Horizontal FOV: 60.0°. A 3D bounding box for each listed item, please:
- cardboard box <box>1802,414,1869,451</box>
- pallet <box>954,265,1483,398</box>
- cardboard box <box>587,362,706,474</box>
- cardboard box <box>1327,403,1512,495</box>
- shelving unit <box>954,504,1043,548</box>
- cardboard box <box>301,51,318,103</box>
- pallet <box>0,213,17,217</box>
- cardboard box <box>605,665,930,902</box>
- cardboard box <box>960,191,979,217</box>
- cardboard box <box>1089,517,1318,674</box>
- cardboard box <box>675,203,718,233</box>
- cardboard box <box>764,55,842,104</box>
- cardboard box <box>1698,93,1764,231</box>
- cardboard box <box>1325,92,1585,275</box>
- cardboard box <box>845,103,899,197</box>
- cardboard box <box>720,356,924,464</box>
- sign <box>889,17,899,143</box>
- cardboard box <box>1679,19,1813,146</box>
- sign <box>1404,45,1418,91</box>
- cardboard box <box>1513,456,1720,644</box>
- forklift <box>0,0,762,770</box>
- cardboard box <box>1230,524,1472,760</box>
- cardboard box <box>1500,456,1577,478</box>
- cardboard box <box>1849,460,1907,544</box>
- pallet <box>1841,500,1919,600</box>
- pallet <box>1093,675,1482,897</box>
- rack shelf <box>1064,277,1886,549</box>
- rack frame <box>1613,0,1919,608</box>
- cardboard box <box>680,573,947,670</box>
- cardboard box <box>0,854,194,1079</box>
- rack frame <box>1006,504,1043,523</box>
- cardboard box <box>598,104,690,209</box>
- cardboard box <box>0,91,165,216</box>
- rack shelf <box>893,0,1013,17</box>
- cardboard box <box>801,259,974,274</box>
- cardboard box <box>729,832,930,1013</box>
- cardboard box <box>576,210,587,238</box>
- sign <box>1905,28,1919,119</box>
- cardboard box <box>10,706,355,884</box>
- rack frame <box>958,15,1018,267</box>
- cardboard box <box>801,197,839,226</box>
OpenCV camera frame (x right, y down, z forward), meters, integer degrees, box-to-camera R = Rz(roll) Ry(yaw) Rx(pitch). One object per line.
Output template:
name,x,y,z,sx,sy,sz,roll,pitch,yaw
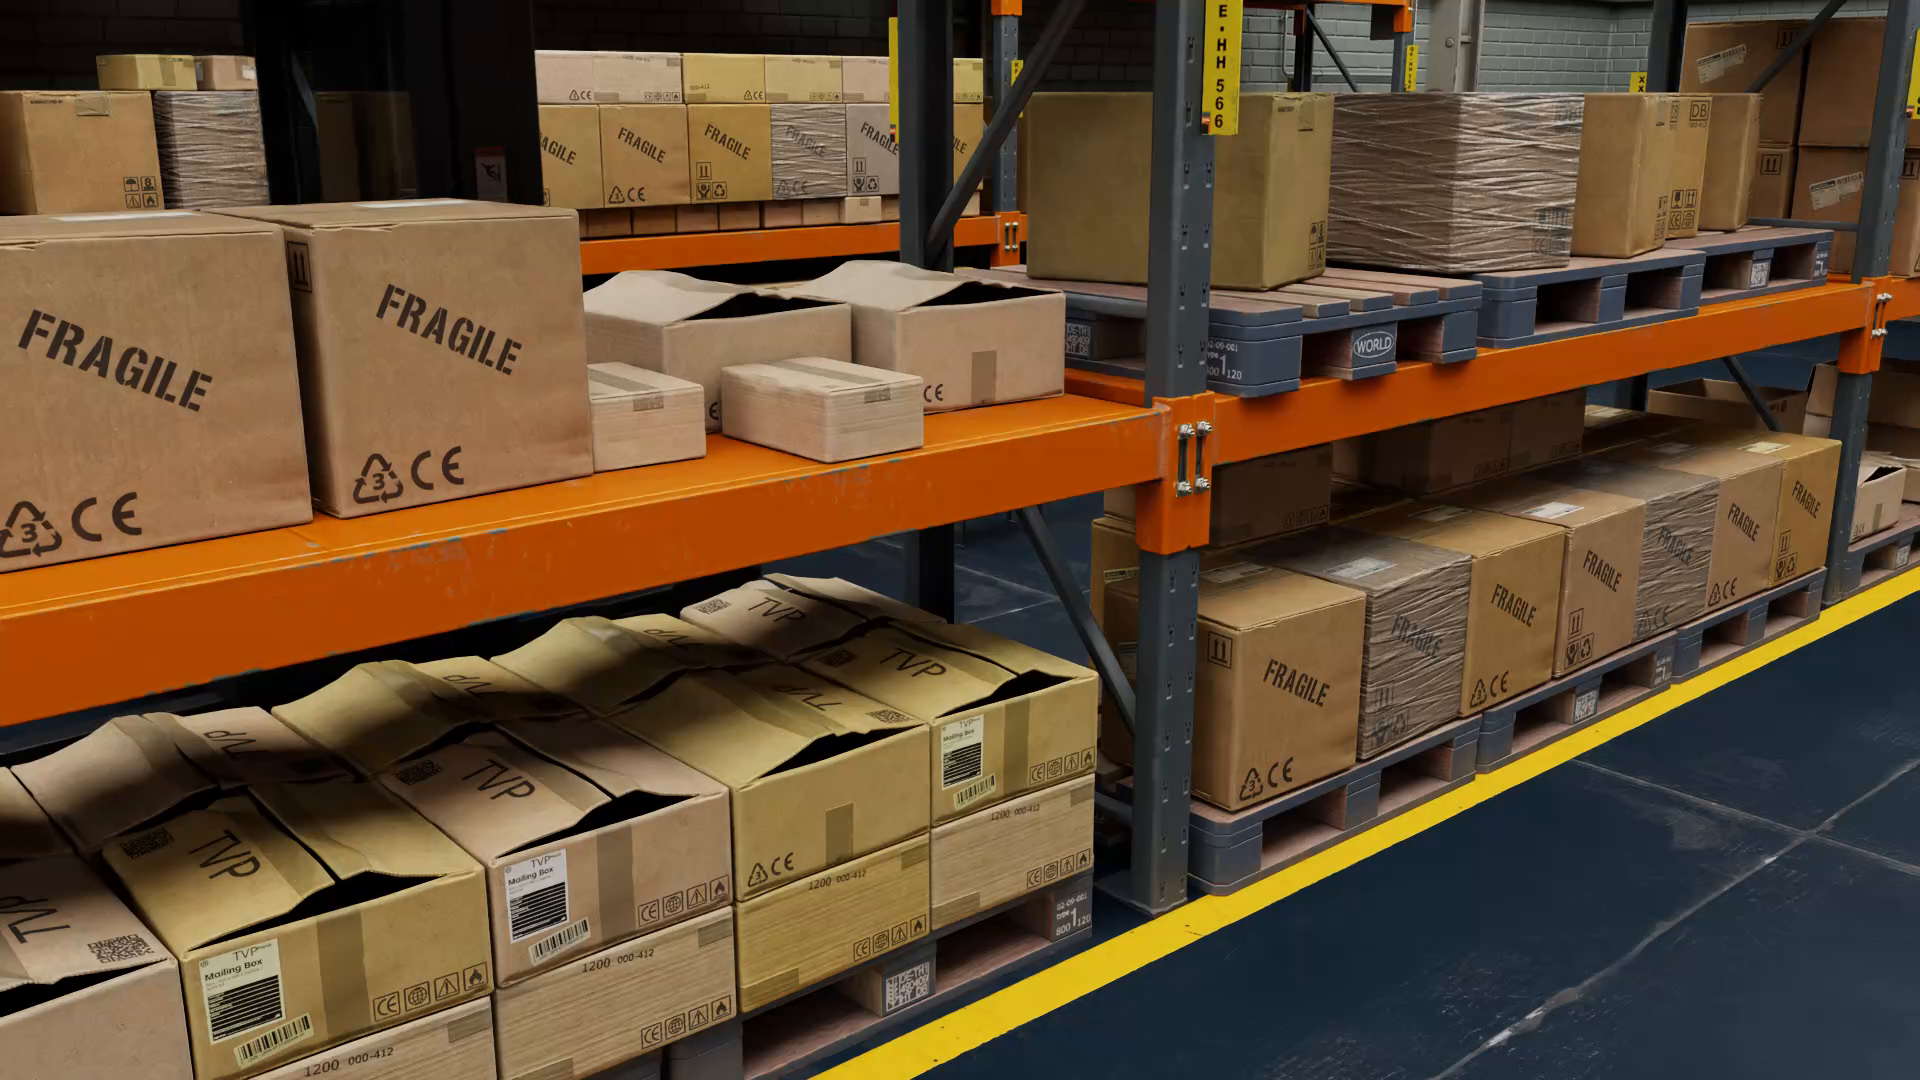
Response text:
cardboard box,4.035,-0.473,8.068,0.500,0.311,0.500,-13,19,-39
pallet,0.673,-0.639,4.703,1.003,0.211,1.213,-13,19,-39
cardboard box,-0.717,-0.255,3.380,0.250,0.149,0.380,-11,18,-35
cardboard box,1.568,-0.359,5.821,0.500,0.250,0.500,-13,20,-40
shelving unit,0.125,-0.608,7.700,0.503,1.200,0.258,-13,19,-39
cardboard box,-2.875,-2.259,8.131,0.500,0.250,0.500,-12,19,-38
pallet,-3.514,-1.333,7.300,1.003,0.211,1.213,-13,19,-39
cardboard box,-0.413,0.477,3.579,0.500,0.311,0.500,-13,20,-40
cardboard box,-0.098,-2.021,9.951,0.250,0.149,0.380,-12,19,-39
cardboard box,0.759,0.187,5.227,0.500,0.500,0.500,-12,19,-37
cardboard box,-1.496,-1.728,8.856,0.250,0.149,0.380,-13,19,-39
cardboard box,-0.991,-2.509,9.068,0.500,0.250,0.500,-12,19,-38
cardboard box,2.721,-1.496,6.529,0.700,0.500,0.500,8,17,28
cardboard box,1.424,-1.101,5.052,0.500,0.500,0.700,-9,17,-29
cardboard box,-0.590,-2.231,9.481,0.500,0.500,0.500,-12,19,-39
cardboard box,-0.289,-0.276,3.458,0.250,0.149,0.380,-13,19,-39
sign,-0.156,-1.229,4.447,0.005,0.325,0.100,-13,19,-39
cardboard box,3.437,-1.949,7.101,0.500,0.500,0.500,-13,19,-39
sign,3.334,-3.488,12.294,0.005,0.325,0.100,-13,19,-39
cardboard box,2.284,0.020,5.853,0.500,0.500,0.500,-12,19,-39
forklift,-2.146,-0.860,5.290,1.130,2.935,3.031,14,21,43
cardboard box,1.130,0.280,4.879,0.500,0.500,0.500,-14,20,-41
cardboard box,1.923,-0.076,6.213,0.500,0.500,0.500,-12,19,-39
cardboard box,3.684,-0.224,7.133,0.500,0.311,0.500,-13,19,-39
pallet,3.744,-0.050,7.529,1.213,0.211,1.003,-13,19,-39
pallet,0.796,0.625,5.003,1.213,0.211,1.003,-13,19,-39
rack shelf,1.717,-0.595,5.558,4.000,0.370,1.077,-13,19,-39
rack frame,3.225,-1.281,6.734,0.127,3.000,1.000,-13,19,-39
cardboard box,-0.380,0.283,4.307,0.500,0.311,0.500,-12,19,-38
cardboard box,-1.564,0.735,2.612,0.500,0.311,0.500,-14,20,-41
rack frame,0.309,-0.649,7.855,0.015,1.200,0.240,-13,19,-39
cardboard box,-1.736,-1.972,8.512,0.500,0.500,0.500,-13,20,-40
cardboard box,-3.799,-1.647,7.056,0.700,0.500,0.500,14,20,42
rack shelf,-1.538,-3.008,8.779,4.000,0.370,1.077,-13,19,-39
cardboard box,-0.434,-1.274,10.058,0.750,0.750,0.750,-12,19,-39
cardboard box,-0.415,0.747,3.657,0.500,0.250,0.500,-13,20,-40
cardboard box,-2.086,-1.602,8.385,0.250,0.149,0.380,-13,20,-40
sign,3.592,-1.733,6.182,0.005,0.325,0.100,-13,19,-39
cardboard box,-1.544,0.546,3.320,0.500,0.311,0.500,-13,20,-40
rack frame,-0.029,-2.245,10.342,0.127,3.000,1.000,-13,19,-39
cardboard box,-0.887,-1.854,9.325,0.250,0.149,0.380,-13,19,-39
